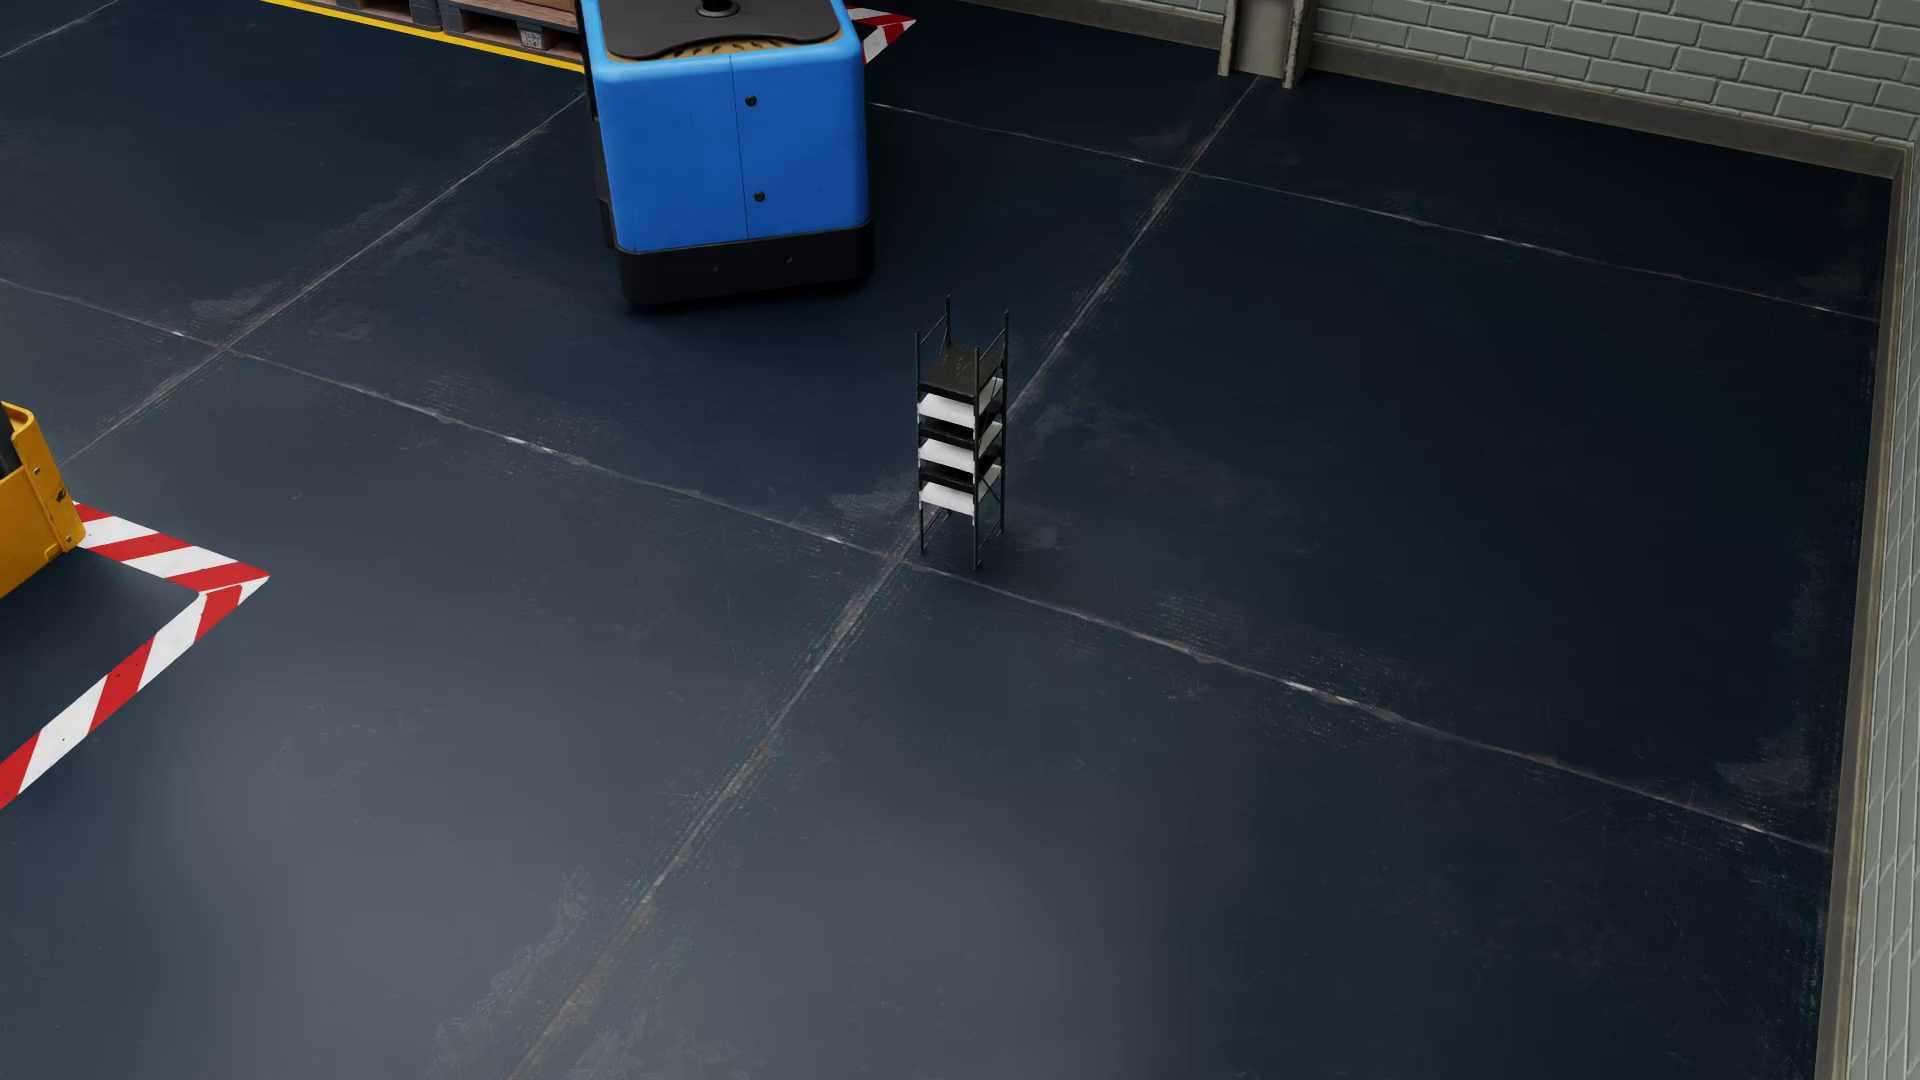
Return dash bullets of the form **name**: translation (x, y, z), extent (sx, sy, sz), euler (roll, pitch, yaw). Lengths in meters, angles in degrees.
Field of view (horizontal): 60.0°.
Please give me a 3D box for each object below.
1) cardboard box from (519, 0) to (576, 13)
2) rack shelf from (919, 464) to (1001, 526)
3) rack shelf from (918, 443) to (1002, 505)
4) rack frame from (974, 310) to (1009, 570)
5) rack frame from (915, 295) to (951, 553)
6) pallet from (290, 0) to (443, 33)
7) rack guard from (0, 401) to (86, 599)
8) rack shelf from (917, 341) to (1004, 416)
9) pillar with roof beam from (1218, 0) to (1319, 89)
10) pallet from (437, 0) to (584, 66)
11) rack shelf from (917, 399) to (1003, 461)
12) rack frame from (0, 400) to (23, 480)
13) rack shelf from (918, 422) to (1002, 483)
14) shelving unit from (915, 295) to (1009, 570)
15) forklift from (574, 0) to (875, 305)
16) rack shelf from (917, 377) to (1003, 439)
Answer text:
- **cardboard box**: translation (-1.930, -3.133, 8.662), extent (0.500, 0.500, 0.700), euler (17, 44, 19)
- **rack shelf**: translation (0.007, -0.177, 5.592), extent (0.200, 0.077, 0.258), euler (17, 44, 19)
- **rack shelf**: translation (0.007, -0.245, 5.533), extent (0.200, 0.077, 0.258), euler (17, 44, 19)
- **rack frame**: translation (0.099, -0.310, 5.420), extent (0.006, 0.900, 0.240), euler (17, 44, 19)
- **rack frame**: translation (-0.085, -0.366, 5.485), extent (0.006, 0.900, 0.240), euler (17, 44, 19)
- **pallet**: translation (-3.113, -3.244, 9.332), extent (1.213, 0.211, 1.003), euler (17, 44, 19)
- **rack guard**: translation (-3.413, 0.081, 5.275), extent (0.348, 0.500, 1.175), euler (17, 44, 19)
- **rack shelf**: translation (0.007, -0.517, 5.298), extent (0.200, 0.077, 0.258), euler (17, 44, 19)
- **pillar with roof beam**: translation (-0.261, -3.262, 2.642), extent (0.400, 9.000, 9.100), euler (17, 44, 19)
- **pallet**: translation (-2.011, -2.905, 8.941), extent (1.213, 0.211, 1.003), euler (17, 44, 19)
- **rack shelf**: translation (0.007, -0.381, 5.416), extent (0.200, 0.077, 0.258), euler (17, 44, 19)
- **rack frame**: translation (-3.345, -0.843, 4.432), extent (0.127, 3.000, 1.000), euler (17, 44, 19)
- **rack shelf**: translation (0.007, -0.313, 5.474), extent (0.200, 0.077, 0.258), euler (17, 44, 19)
- **shelving unit**: translation (0.007, -0.338, 5.453), extent (0.210, 0.900, 0.258), euler (17, 44, 19)
- **forklift**: translation (-1.192, -3.035, 7.014), extent (1.130, 2.935, 3.031), euler (-9, 42, -10)
- **rack shelf**: translation (0.007, -0.449, 5.357), extent (0.200, 0.077, 0.258), euler (17, 44, 19)
